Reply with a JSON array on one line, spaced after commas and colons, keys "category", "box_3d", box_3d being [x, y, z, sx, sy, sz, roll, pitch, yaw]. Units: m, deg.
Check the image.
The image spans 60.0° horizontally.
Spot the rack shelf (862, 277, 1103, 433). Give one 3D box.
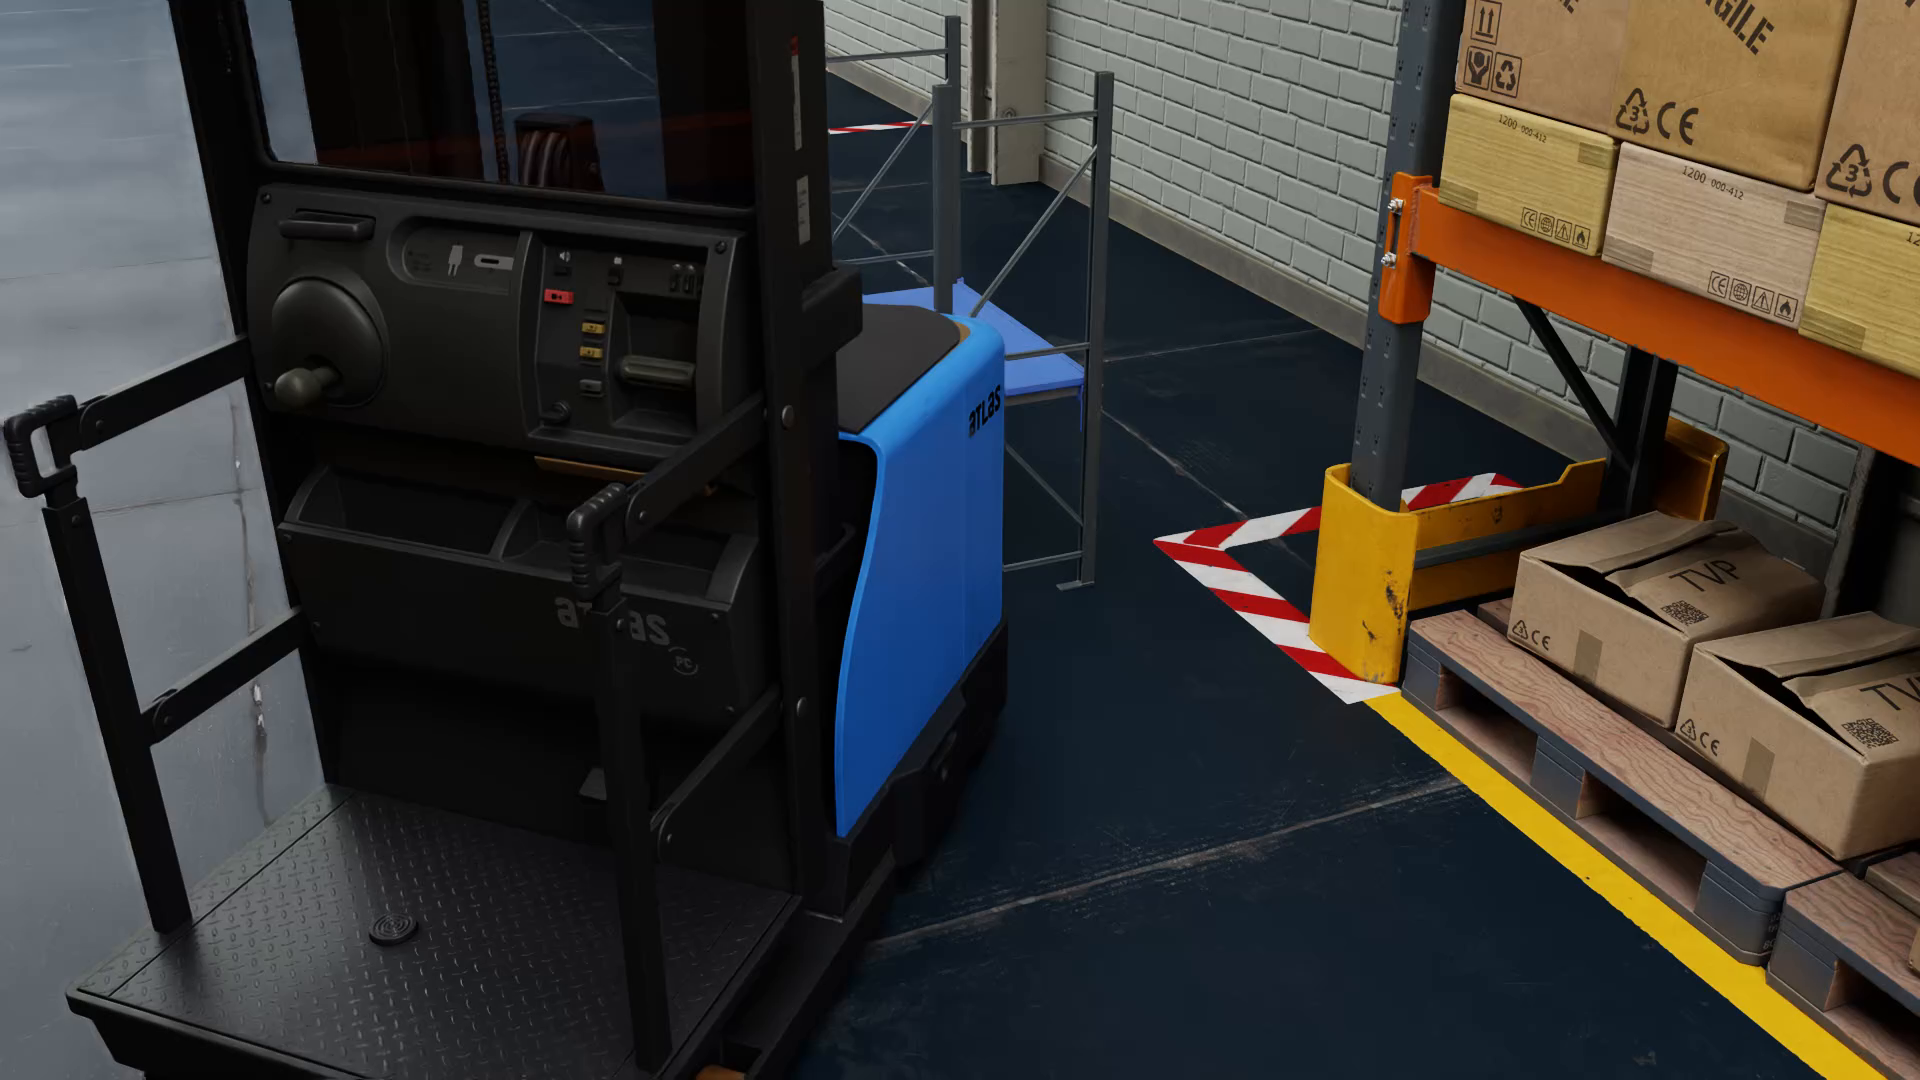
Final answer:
[{"category": "rack shelf", "box_3d": [-0.033, -0.547, 5.070, 0.538, 0.185, 1.000, -11, 28, -21]}]

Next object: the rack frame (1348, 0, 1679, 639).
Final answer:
[{"category": "rack frame", "box_3d": [1.539, -1.152, 4.191, 1.000, 3.000, 0.127, -11, 28, -21]}]

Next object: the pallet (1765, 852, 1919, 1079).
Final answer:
[{"category": "pallet", "box_3d": [2.328, 0.957, 3.049, 1.003, 0.211, 1.213, -11, 28, -21]}]

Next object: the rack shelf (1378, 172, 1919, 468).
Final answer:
[{"category": "rack shelf", "box_3d": [2.322, -0.022, 2.696, 1.077, 0.370, 4.000, -11, 28, -21]}]

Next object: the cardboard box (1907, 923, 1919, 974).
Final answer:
[{"category": "cardboard box", "box_3d": [2.192, 0.603, 2.944, 0.700, 0.500, 0.500, -12, 29, -24]}]

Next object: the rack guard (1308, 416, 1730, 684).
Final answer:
[{"category": "rack guard", "box_3d": [1.569, 0.002, 4.677, 1.175, 0.500, 0.348, -11, 28, -21]}]

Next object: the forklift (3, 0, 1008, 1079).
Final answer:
[{"category": "forklift", "box_3d": [-0.868, -0.333, 2.591, 1.130, 2.935, 3.031, 9, 27, 18]}]

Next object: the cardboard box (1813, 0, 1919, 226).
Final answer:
[{"category": "cardboard box", "box_3d": [1.830, -0.776, 2.713, 0.500, 0.500, 0.500, -12, 28, -22]}]

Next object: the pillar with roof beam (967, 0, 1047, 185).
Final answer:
[{"category": "pillar with roof beam", "box_3d": [-3.702, -5.397, 6.047, 9.100, 9.000, 0.400, -11, 28, -21]}]

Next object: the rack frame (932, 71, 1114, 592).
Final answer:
[{"category": "rack frame", "box_3d": [0.166, -0.503, 4.571, 0.500, 1.500, 0.032, -11, 28, -21]}]

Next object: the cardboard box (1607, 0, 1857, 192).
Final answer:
[{"category": "cardboard box", "box_3d": [1.634, -0.985, 3.143, 0.500, 0.500, 0.500, -10, 28, -20]}]

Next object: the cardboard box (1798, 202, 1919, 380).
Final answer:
[{"category": "cardboard box", "box_3d": [1.848, -0.429, 2.857, 0.500, 0.250, 0.500, -11, 28, -21]}]

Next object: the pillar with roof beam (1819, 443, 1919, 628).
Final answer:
[{"category": "pillar with roof beam", "box_3d": [-1.352, -2.975, 1.086, 9.100, 9.000, 0.400, -11, 28, -21]}]

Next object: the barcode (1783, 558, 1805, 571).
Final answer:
[{"category": "barcode", "box_3d": [2.102, 0.087, 4.205, 0.001, 0.075, 0.075, -11, 28, -21]}]

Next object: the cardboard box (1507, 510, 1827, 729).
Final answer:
[{"category": "cardboard box", "box_3d": [1.727, 0.153, 4.081, 0.500, 0.311, 0.500, -14, 29, -26]}]

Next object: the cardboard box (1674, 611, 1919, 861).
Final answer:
[{"category": "cardboard box", "box_3d": [1.950, 0.383, 3.610, 0.500, 0.311, 0.500, -8, 27, -16]}]

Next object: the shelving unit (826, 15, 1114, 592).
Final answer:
[{"category": "shelving unit", "box_3d": [-0.033, -0.708, 4.991, 0.538, 1.500, 1.048, -11, 28, -21]}]

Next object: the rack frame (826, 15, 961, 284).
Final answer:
[{"category": "rack frame", "box_3d": [-0.232, -0.914, 5.412, 0.500, 1.500, 0.032, -11, 28, -21]}]

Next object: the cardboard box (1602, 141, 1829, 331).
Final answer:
[{"category": "cardboard box", "box_3d": [1.654, -0.635, 3.280, 0.500, 0.250, 0.500, -11, 28, -22]}]

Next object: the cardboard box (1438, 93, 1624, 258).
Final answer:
[{"category": "cardboard box", "box_3d": [1.438, -0.842, 3.705, 0.500, 0.250, 0.500, -11, 28, -22]}]

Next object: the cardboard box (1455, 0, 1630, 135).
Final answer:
[{"category": "cardboard box", "box_3d": [1.449, -1.187, 3.555, 0.500, 0.500, 0.500, -11, 28, -21]}]

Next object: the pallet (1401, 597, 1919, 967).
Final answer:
[{"category": "pallet", "box_3d": [1.854, 0.465, 4.056, 1.003, 0.211, 1.213, -11, 28, -21]}]
